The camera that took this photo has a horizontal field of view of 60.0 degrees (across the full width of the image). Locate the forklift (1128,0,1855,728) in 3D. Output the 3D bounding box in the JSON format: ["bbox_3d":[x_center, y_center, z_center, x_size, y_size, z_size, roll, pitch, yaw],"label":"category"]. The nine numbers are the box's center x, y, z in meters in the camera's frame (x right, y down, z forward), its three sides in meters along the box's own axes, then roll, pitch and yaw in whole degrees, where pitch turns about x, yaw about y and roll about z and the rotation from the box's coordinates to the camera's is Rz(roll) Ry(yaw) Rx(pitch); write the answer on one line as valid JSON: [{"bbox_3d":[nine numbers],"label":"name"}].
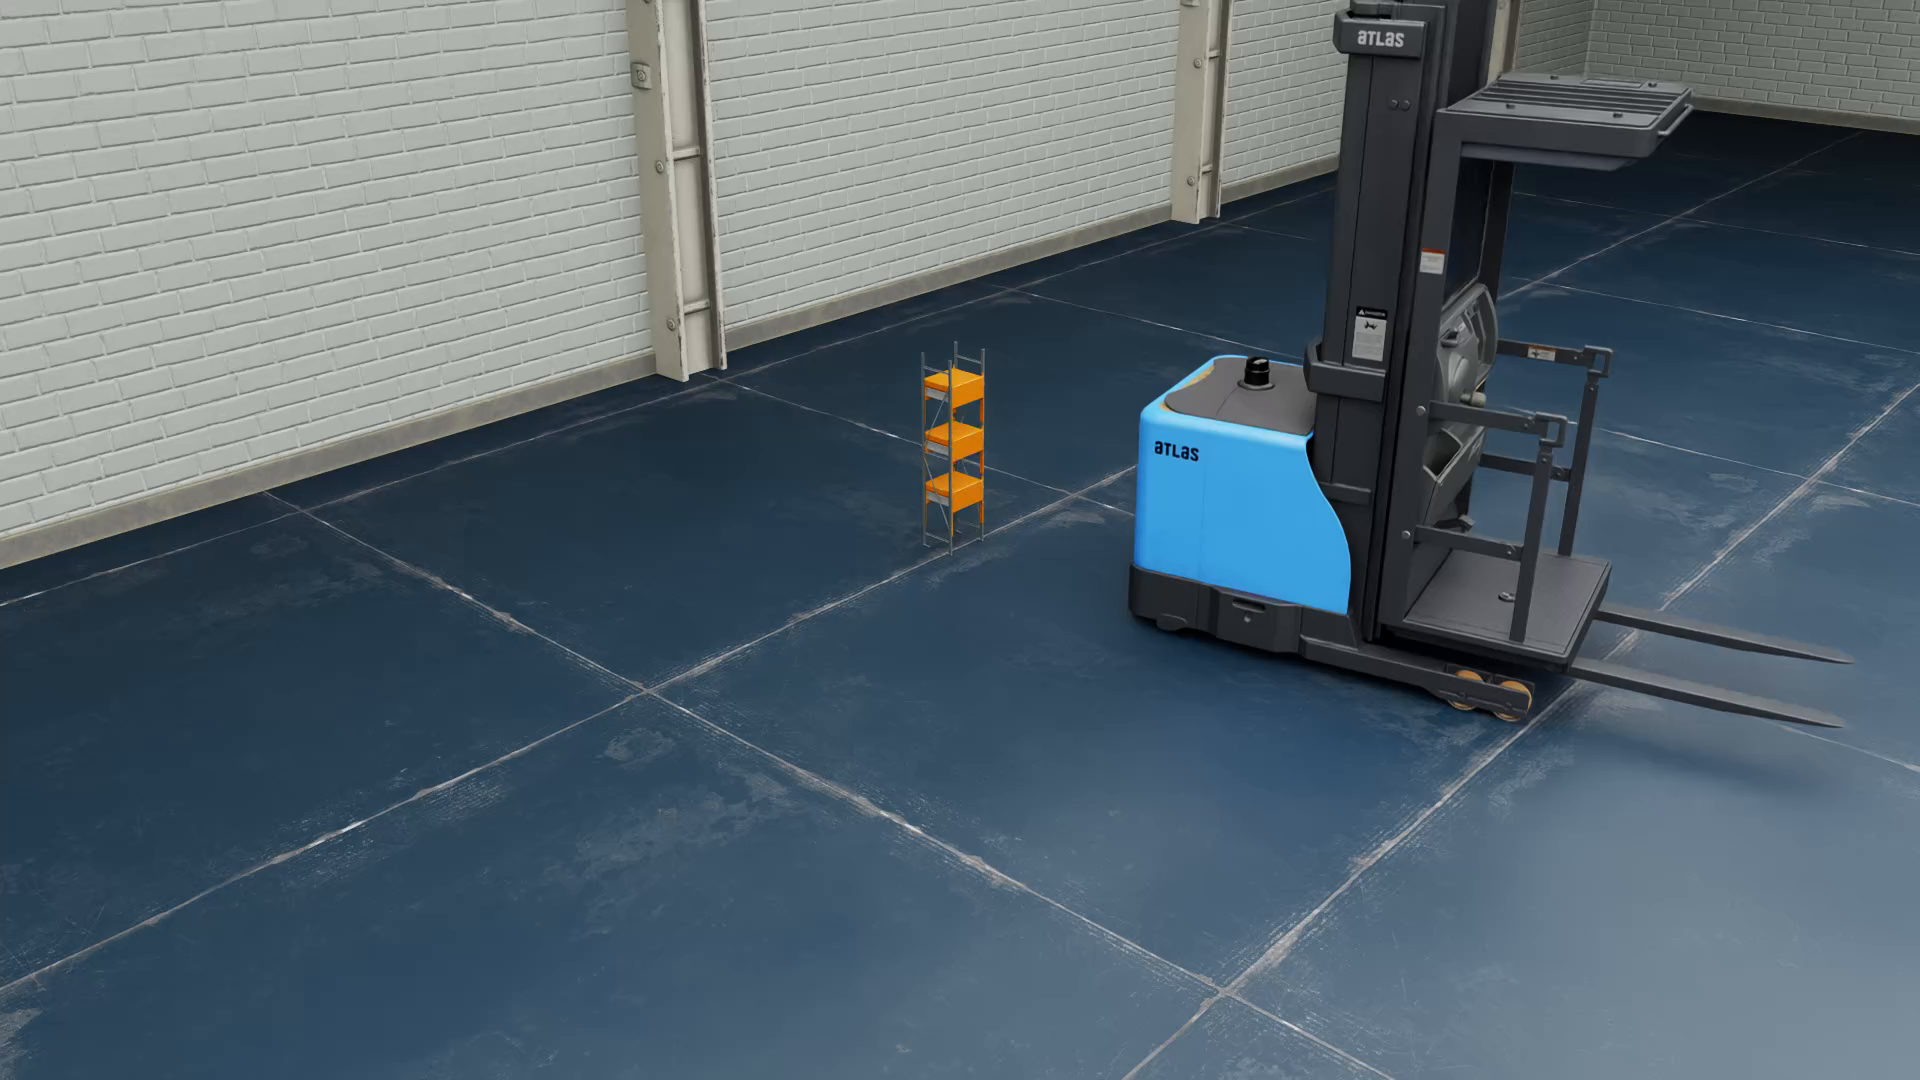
[{"bbox_3d":[2.333,-0.818,6.993,3.031,2.935,1.130,13,27,27],"label":"forklift"}]

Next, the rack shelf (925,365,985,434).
[{"bbox_3d":[-0.036,-0.712,8.387,0.215,0.259,0.240,20,31,38],"label":"rack shelf"}]

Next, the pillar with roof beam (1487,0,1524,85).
[{"bbox_3d":[9.381,-7.745,15.025,9.100,9.000,0.400,20,31,38],"label":"pillar with roof beam"}]

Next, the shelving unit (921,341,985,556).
[{"bbox_3d":[-0.036,-0.463,8.499,0.215,1.050,0.252,20,31,38],"label":"shelving unit"}]

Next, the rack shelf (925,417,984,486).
[{"bbox_3d":[-0.036,-0.453,8.503,0.215,0.259,0.240,20,31,38],"label":"rack shelf"}]

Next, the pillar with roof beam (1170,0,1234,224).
[{"bbox_3d":[5.377,-5.917,10.948,9.100,9.000,0.400,20,31,38],"label":"pillar with roof beam"}]

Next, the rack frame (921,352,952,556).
[{"bbox_3d":[-0.117,-0.426,8.416,0.200,1.050,0.008,20,31,38],"label":"rack frame"}]

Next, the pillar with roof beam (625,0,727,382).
[{"bbox_3d":[1.372,-4.089,6.871,9.100,9.000,0.400,20,31,38],"label":"pillar with roof beam"}]

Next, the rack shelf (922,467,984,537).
[{"bbox_3d":[-0.036,-0.199,8.617,0.215,0.259,0.240,20,31,38],"label":"rack shelf"}]

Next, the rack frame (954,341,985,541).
[{"bbox_3d":[0.046,-0.500,8.582,0.200,1.050,0.008,20,31,38],"label":"rack frame"}]
